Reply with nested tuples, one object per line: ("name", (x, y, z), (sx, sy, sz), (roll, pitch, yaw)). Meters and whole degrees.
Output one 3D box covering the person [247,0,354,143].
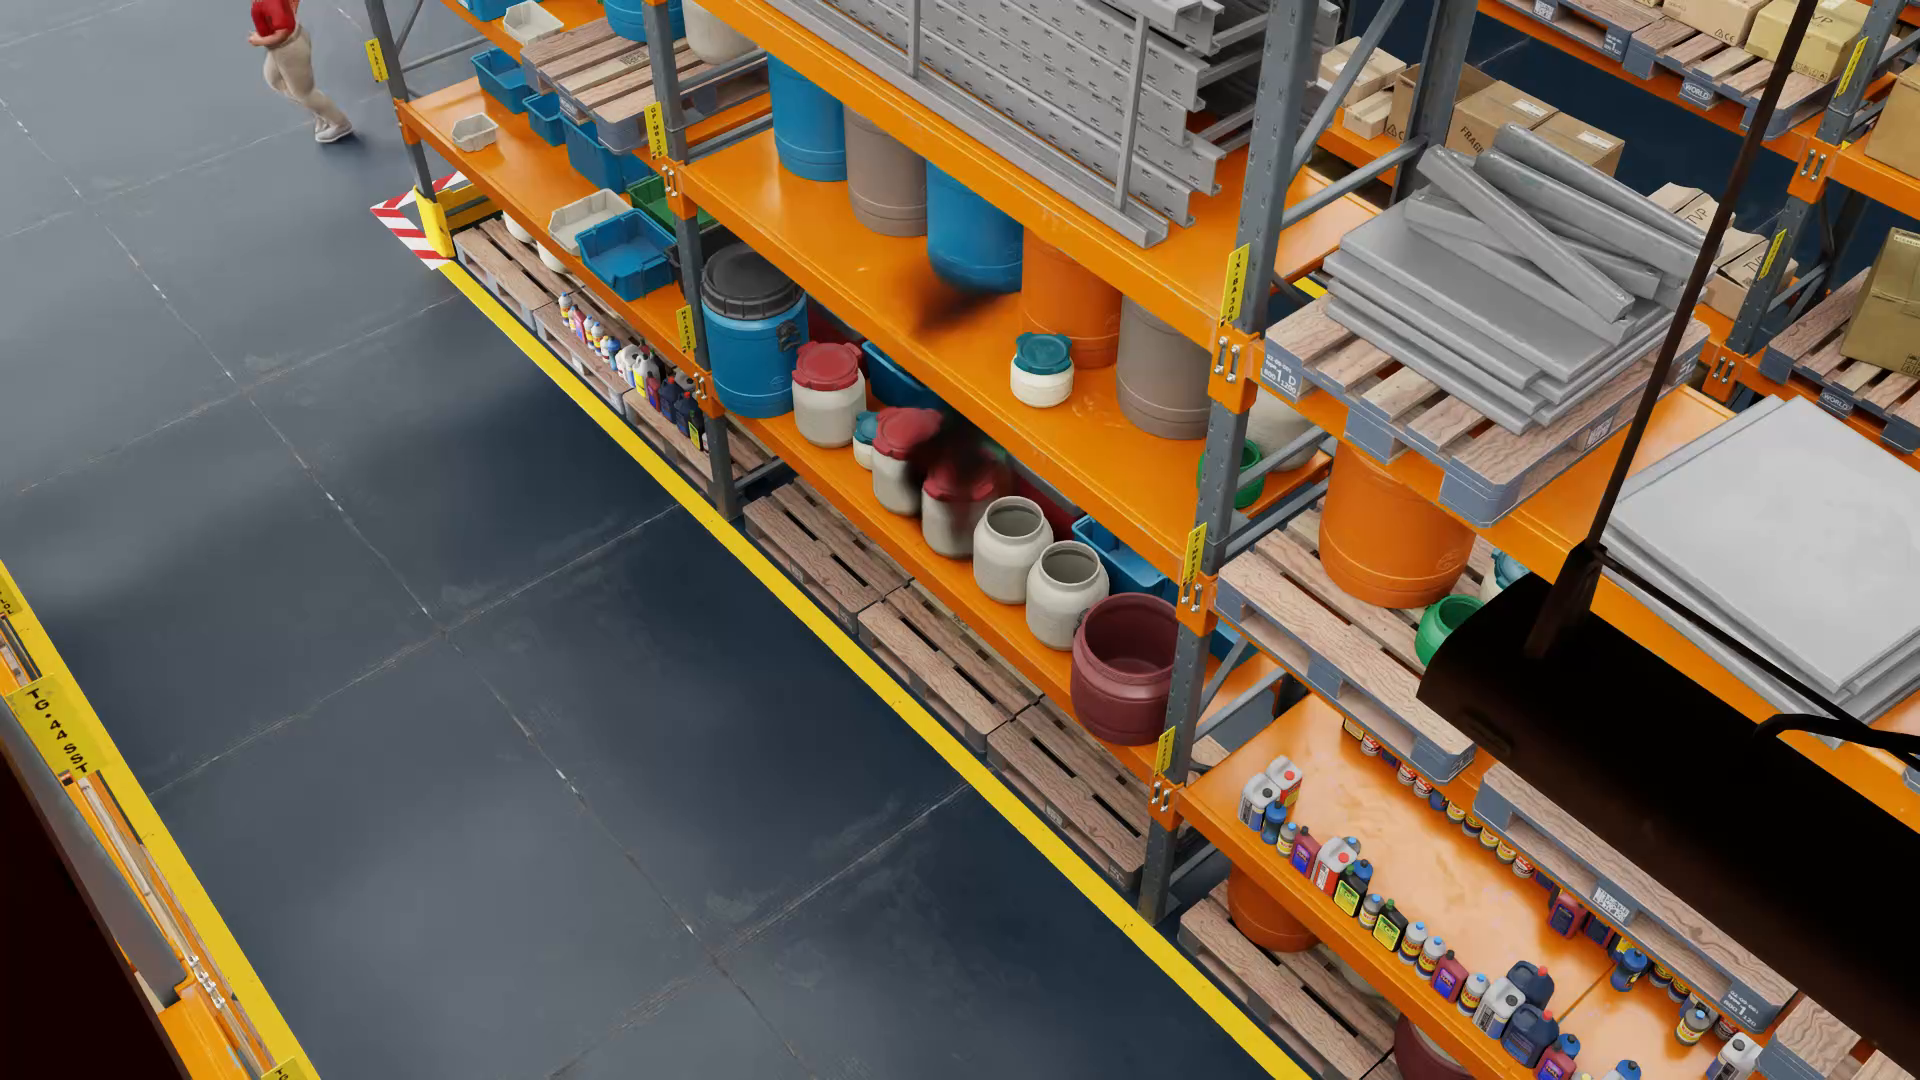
("person", (-5.502, -4.043, 13.655), (0.600, 1.700, 0.721), (-8, 47, -7))
